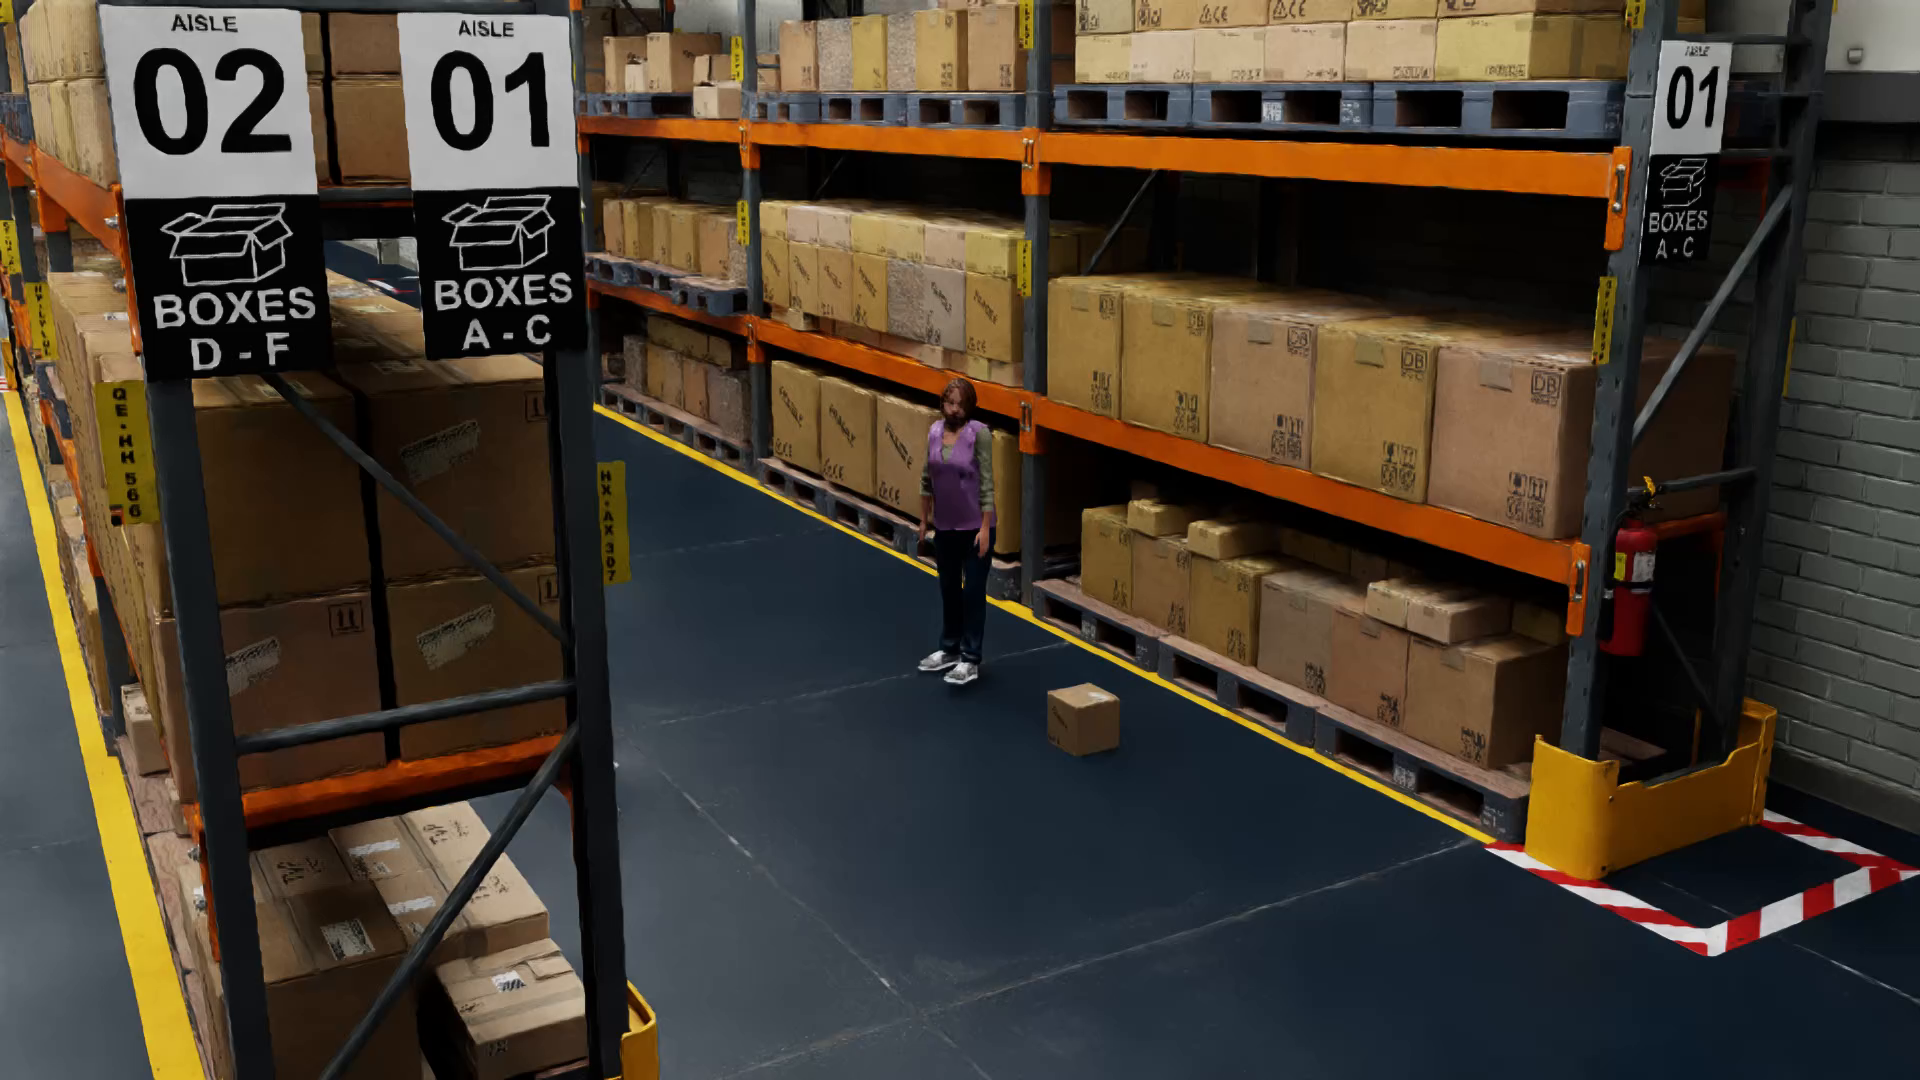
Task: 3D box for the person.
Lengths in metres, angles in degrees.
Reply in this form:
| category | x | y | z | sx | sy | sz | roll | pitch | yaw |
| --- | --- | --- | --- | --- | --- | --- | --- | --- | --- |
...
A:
| category | x | y | z | sx | sy | sz | roll | pitch | yaw |
| --- | --- | --- | --- | --- | --- | --- | --- | --- | --- |
| person | -0.051 | -0.050 | 8.645 | 0.482 | 1.603 | 0.467 | 9 | 17 | 29 |
